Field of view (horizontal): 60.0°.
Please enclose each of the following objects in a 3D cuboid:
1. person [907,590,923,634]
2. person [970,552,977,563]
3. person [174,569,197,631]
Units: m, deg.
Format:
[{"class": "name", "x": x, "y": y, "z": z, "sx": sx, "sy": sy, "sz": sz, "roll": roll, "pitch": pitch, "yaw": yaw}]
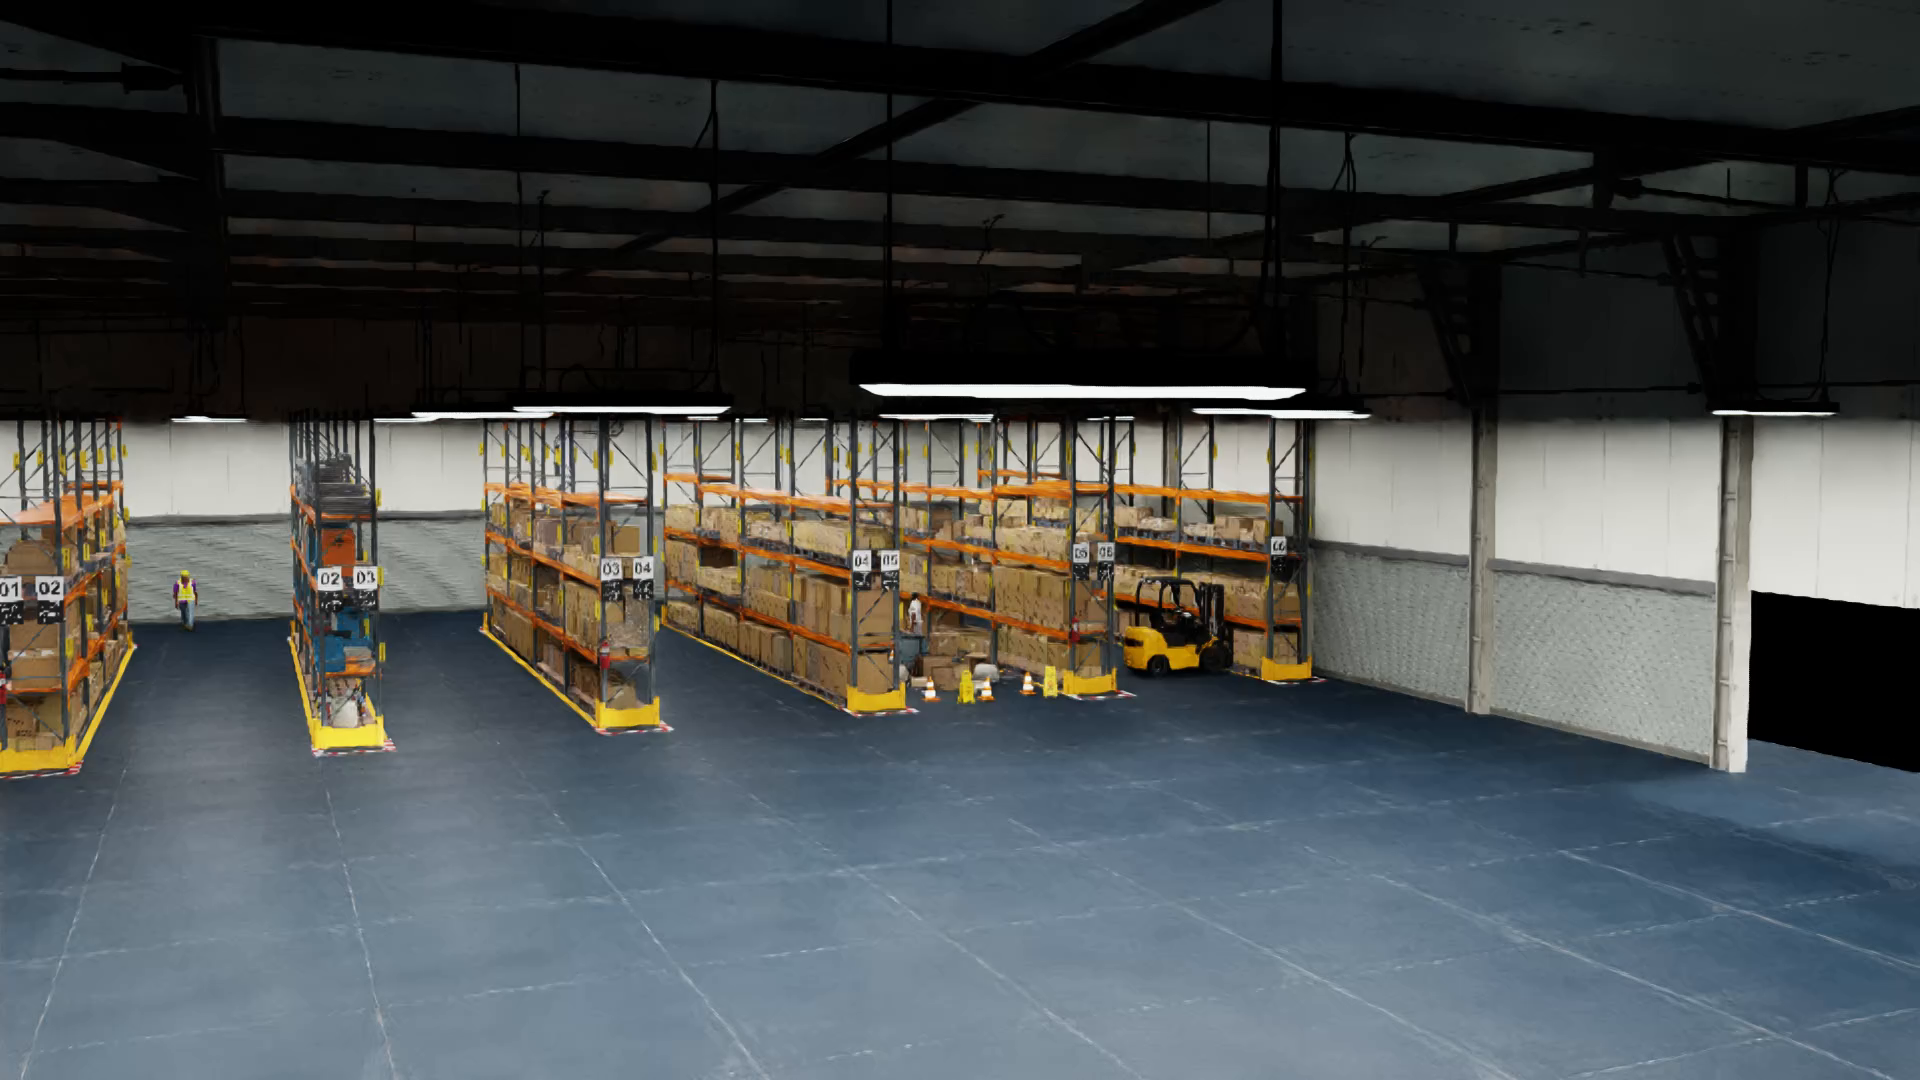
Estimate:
[{"class": "person", "x": -1.115, "y": 2.048, "z": 40.405, "sx": 0.561, "sy": 1.663, "sz": 0.588, "roll": 0, "pitch": 4, "yaw": 2}, {"class": "person", "x": 0.566, "y": 1.177, "z": 53.013, "sx": 0.602, "sy": 1.658, "sz": 0.427, "roll": 3, "pitch": 5, "yaw": 39}, {"class": "person", "x": -21.405, "y": 1.651, "z": 45.949, "sx": 0.577, "sy": 1.691, "sz": 1.121, "roll": -2, "pitch": 4, "yaw": -21}]
